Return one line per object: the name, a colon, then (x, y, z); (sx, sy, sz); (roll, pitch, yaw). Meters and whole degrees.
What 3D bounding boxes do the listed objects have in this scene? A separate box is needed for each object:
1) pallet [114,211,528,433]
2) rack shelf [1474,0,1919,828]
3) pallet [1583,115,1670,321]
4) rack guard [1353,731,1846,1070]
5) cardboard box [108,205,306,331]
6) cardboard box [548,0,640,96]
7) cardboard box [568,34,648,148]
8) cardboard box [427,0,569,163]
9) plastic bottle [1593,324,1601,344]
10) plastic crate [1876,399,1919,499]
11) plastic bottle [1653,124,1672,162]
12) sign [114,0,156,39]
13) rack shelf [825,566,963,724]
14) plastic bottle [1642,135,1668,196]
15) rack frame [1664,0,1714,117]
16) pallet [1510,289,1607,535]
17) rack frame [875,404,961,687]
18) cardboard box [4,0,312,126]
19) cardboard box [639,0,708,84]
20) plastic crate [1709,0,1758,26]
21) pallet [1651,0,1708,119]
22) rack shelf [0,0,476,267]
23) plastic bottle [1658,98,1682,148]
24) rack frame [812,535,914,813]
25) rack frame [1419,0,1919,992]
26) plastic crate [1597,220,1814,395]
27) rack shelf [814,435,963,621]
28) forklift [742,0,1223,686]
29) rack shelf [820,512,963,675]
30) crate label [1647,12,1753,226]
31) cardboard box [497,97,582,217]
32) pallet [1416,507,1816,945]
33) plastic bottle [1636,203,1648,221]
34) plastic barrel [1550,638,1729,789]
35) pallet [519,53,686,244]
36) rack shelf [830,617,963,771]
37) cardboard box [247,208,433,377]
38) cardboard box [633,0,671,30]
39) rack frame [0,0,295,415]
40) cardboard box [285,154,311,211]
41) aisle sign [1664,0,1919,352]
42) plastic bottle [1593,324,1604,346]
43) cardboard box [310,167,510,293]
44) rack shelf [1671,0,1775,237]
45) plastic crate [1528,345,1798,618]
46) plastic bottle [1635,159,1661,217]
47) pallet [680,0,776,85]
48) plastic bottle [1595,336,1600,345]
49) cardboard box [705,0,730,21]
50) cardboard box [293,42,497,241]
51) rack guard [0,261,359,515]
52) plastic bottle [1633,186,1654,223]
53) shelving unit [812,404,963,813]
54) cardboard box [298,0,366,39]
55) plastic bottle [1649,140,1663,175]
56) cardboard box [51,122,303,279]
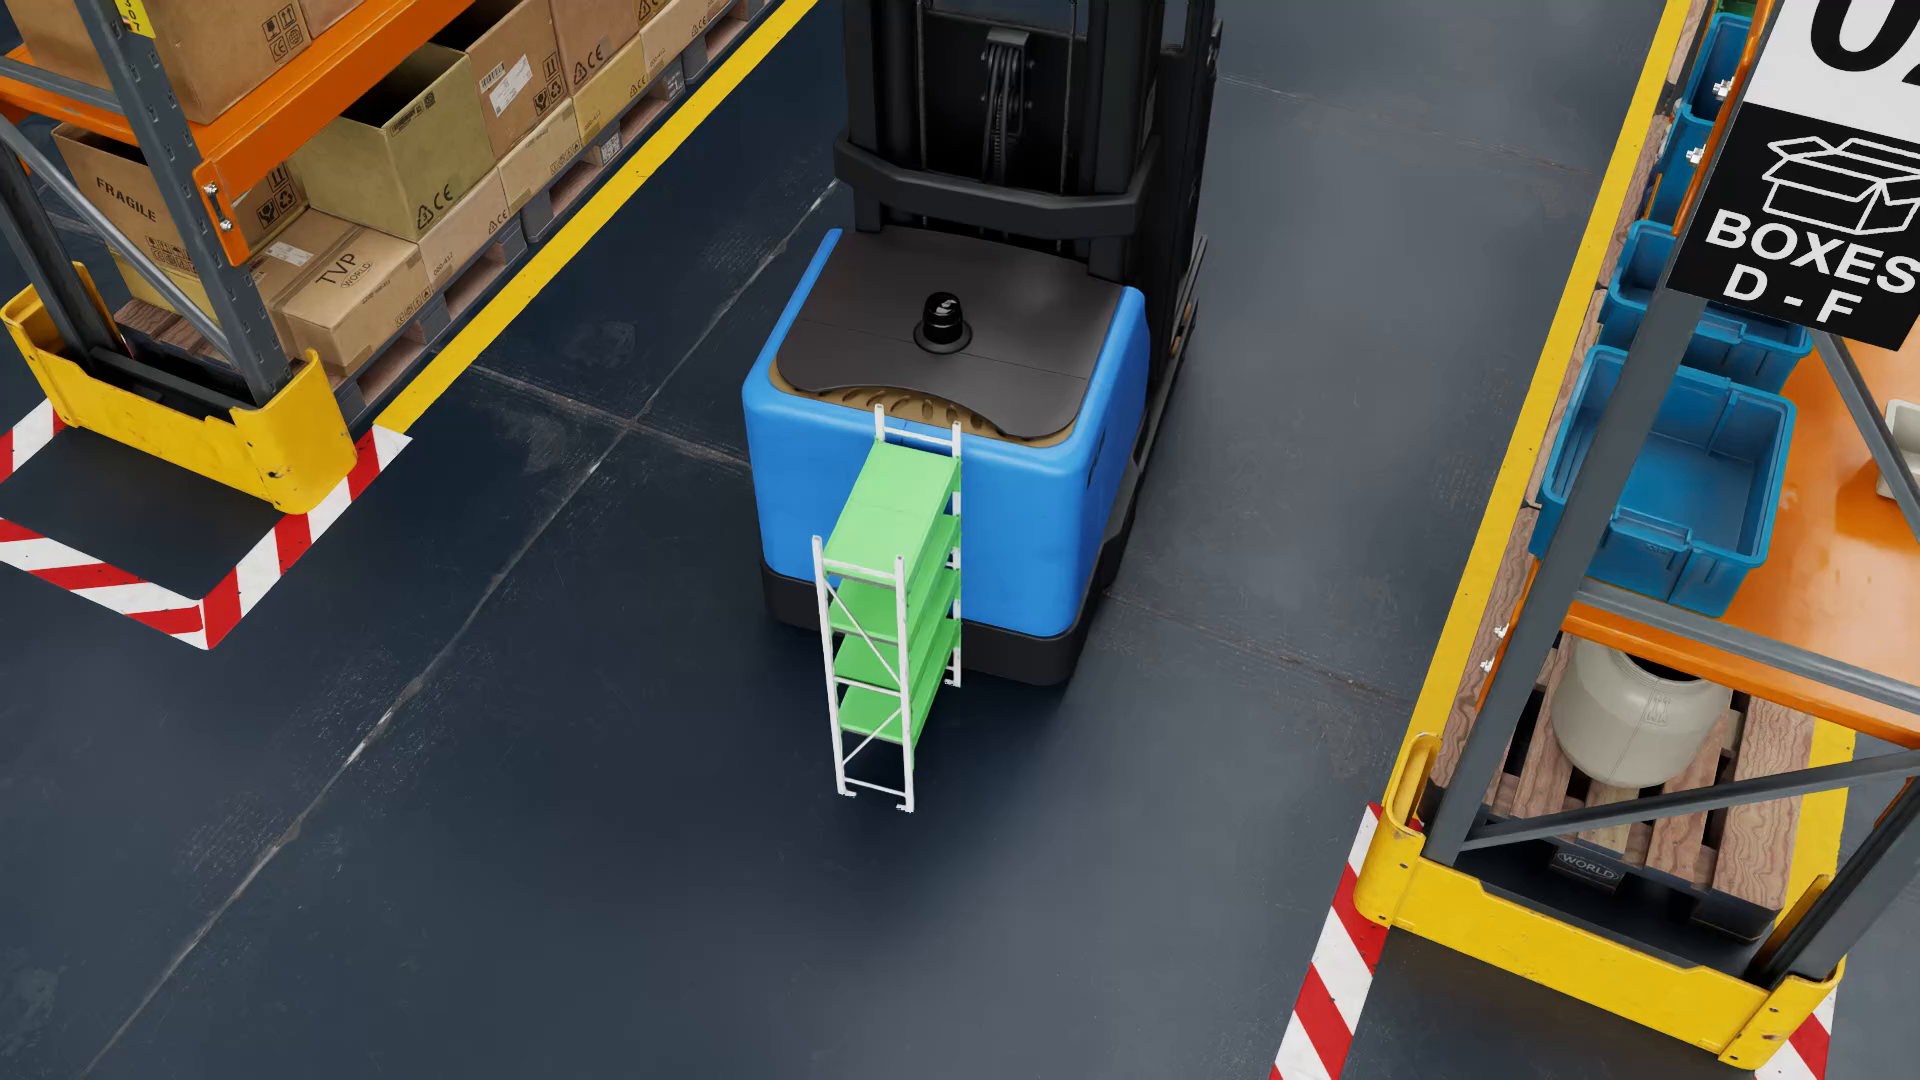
pallet: (-2.450, -1.006, 6.467); (1.003, 0.211, 1.213); (20, 52, 16)
rack shelf: (2.592, -0.899, 5.018); (1.077, 0.370, 4.000); (20, 52, 16)
pallet: (3.122, -1.157, 6.596); (1.003, 0.211, 1.213); (20, 52, 16)
rack guard: (1.728, 0.988, 4.581); (1.175, 0.500, 0.348); (20, 52, 16)
cardboard box: (-2.777, -1.079, 6.229); (0.500, 0.250, 0.500); (20, 52, 16)
cardboard box: (-1.665, -2.186, 6.678); (0.500, 0.500, 0.500); (20, 52, 16)
cardboard box: (-1.666, -1.943, 6.964); (0.500, 0.250, 0.500); (20, 52, 16)
cardboard box: (-1.895, -1.847, 6.390); (0.500, 0.500, 0.500); (20, 52, 16)
plastic bottle: (2.385, -0.822, 5.930); (0.144, 0.351, 0.185); (22, 53, 18)
plastic crate: (2.411, -0.181, 4.107); (0.298, 0.136, 0.250); (20, 52, 16)
plastic bottle: (2.871, -1.598, 6.689); (0.097, 0.201, 0.097); (0, 50, 0)
sign: (-2.240, -1.490, 4.428); (0.100, 0.325, 0.005); (20, 52, 16)
rack shelf: (-0.184, 0.272, 4.814); (0.258, 0.148, 0.480); (13, 51, 11)
plastic bottle: (2.801, -1.461, 6.523); (0.152, 0.276, 0.135); (22, 53, 17)
rack frame: (3.447, -2.509, 5.915); (1.000, 3.000, 0.127); (20, 52, 16)
pallet: (2.602, -0.313, 5.878); (1.003, 0.211, 1.213); (20, 52, 16)
rack frame: (-0.113, 0.053, 4.917); (0.240, 1.200, 0.015); (13, 51, 11)
cardboard box: (-2.528, -1.719, 5.177); (0.700, 0.500, 0.500); (20, 52, 16)
cardboard box: (-1.453, -2.288, 7.257); (0.500, 0.250, 0.500); (20, 52, 16)
plastic crate: (2.612, -1.598, 5.279); (0.450, 0.188, 0.662); (20, 52, 16)
pallet: (3.747, -2.159, 7.448); (1.003, 0.211, 1.213); (20, 52, 16)
rack shelf: (-1.885, -2.513, 6.391); (1.077, 0.370, 4.000); (20, 52, 16)
plastic bottle: (2.914, -1.691, 6.722); (0.097, 0.271, 0.097); (0, 50, 0)
rack frame: (-0.256, 0.409, 4.614); (0.240, 1.200, 0.015); (13, 51, 11)
rack frame: (1.738, 0.245, 3.572); (1.000, 3.000, 0.127); (20, 52, 16)
plastic crate: (1.964, -0.594, 4.383); (0.499, 0.251, 0.408); (20, 52, 16)
rack shelf: (-0.184, -0.039, 4.449); (0.258, 0.148, 0.480); (13, 51, 11)
forklift: (0.277, -1.640, 5.221); (1.130, 2.935, 3.031); (13, 51, 11)
rack shelf: (-0.184, 0.117, 4.632); (0.258, 0.148, 0.480); (13, 51, 11)
crate label: (2.280, -1.122, 4.712); (0.502, 0.435, 0.616); (20, 52, 16)
cardboard box: (-1.884, -1.601, 6.672); (0.500, 0.250, 0.500); (20, 52, 16)
pallet: (2.080, 0.524, 5.166); (1.003, 0.211, 1.213); (20, 52, 16)
plastic bottle: (2.538, -1.120, 6.229); (0.061, 0.283, 0.133); (22, 53, 18)
plastic barrel: (1.950, 0.437, 4.766); (0.421, 0.512, 0.421); (0, 50, 0)
pallet: (-1.928, -1.843, 7.179); (1.003, 0.211, 1.213); (20, 52, 16)
rack shelf: (-0.184, 0.428, 4.997); (0.258, 0.148, 0.480); (13, 51, 11)
cardboard box: (-2.309, -0.911, 6.085); (0.500, 0.250, 0.500); (20, 52, 16)
cardboard box: (-1.465, -2.535, 6.975); (0.500, 0.500, 0.500); (20, 52, 16)
rack frame: (-2.739, -1.369, 4.945); (1.000, 3.000, 0.127); (20, 52, 16)
cardboard box: (-2.574, -1.428, 6.525); (0.500, 0.250, 0.500); (20, 52, 16)
aisle sign: (1.439, -0.644, 2.622); (0.394, 0.787, 0.004); (20, 52, 16)
plastic bottle: (2.318, -0.682, 5.860); (0.152, 0.276, 0.135); (18, 52, 15)
cardboard box: (-2.098, -1.256, 6.379); (0.500, 0.250, 0.500); (20, 52, 16)
rack shelf: (2.592, -1.871, 3.875); (1.077, 0.370, 4.000); (20, 52, 16)
plastic crate: (1.681, -0.149, 4.004); (0.499, 0.251, 0.616); (20, 52, 16)
plastic bottle: (2.727, -1.372, 6.399); (0.144, 0.351, 0.185); (21, 53, 17)
pallet: (-1.408, -2.686, 7.897); (1.003, 0.211, 1.213); (20, 52, 16)
plastic bottle: (2.259, -0.587, 5.779); (0.152, 0.276, 0.135); (20, 53, 16)
cardboard box: (-1.253, -2.637, 7.554); (0.500, 0.250, 0.500); (20, 52, 16)
cardboard box: (-2.097, -1.499, 6.093); (0.500, 0.500, 0.500); (20, 52, 16)
rack guard: (-2.749, -0.542, 5.883); (1.175, 0.500, 0.348); (20, 52, 16)
plastic bottle: (2.646, -1.242, 6.288); (0.144, 0.351, 0.185); (18, 52, 15)
shelving unit: (-0.184, 0.231, 4.766); (0.258, 1.200, 0.503); (13, 51, 11)
cardboard box: (-2.308, -2.082, 5.486); (0.700, 0.500, 0.500); (21, 53, 17)
plastic bottle: (2.828, -1.528, 6.629); (0.097, 0.201, 0.097); (0, 50, 0)
cardboard box: (-2.779, -1.323, 5.944); (0.500, 0.500, 0.500); (20, 52, 16)
